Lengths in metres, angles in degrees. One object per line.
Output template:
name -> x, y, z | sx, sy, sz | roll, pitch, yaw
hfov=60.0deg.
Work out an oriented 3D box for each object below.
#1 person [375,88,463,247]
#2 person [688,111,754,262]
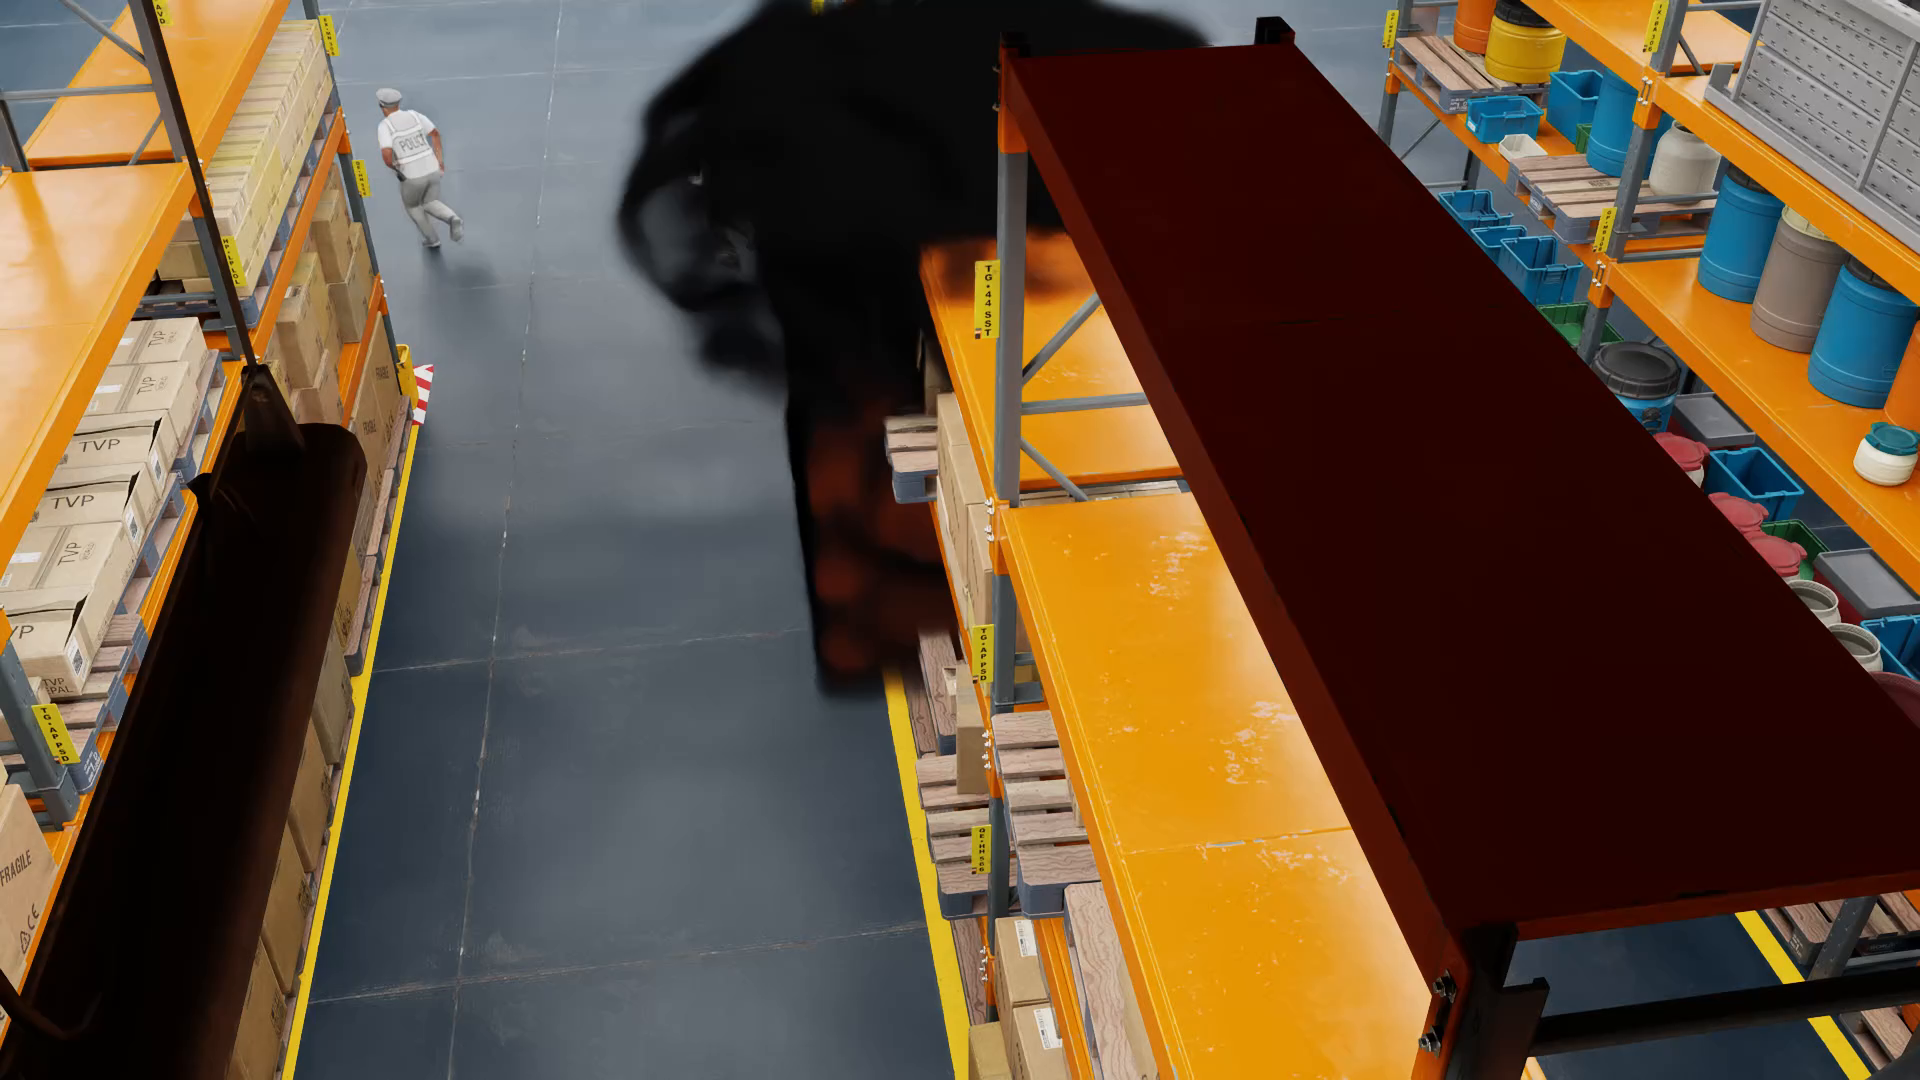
person -> -5.563, -3.751, 17.178 | 0.837, 1.718, 0.658 | 21, 41, 26
person -> -2.442, -3.577, 16.970 | 0.639, 1.635, 0.653 | 15, 39, 19
